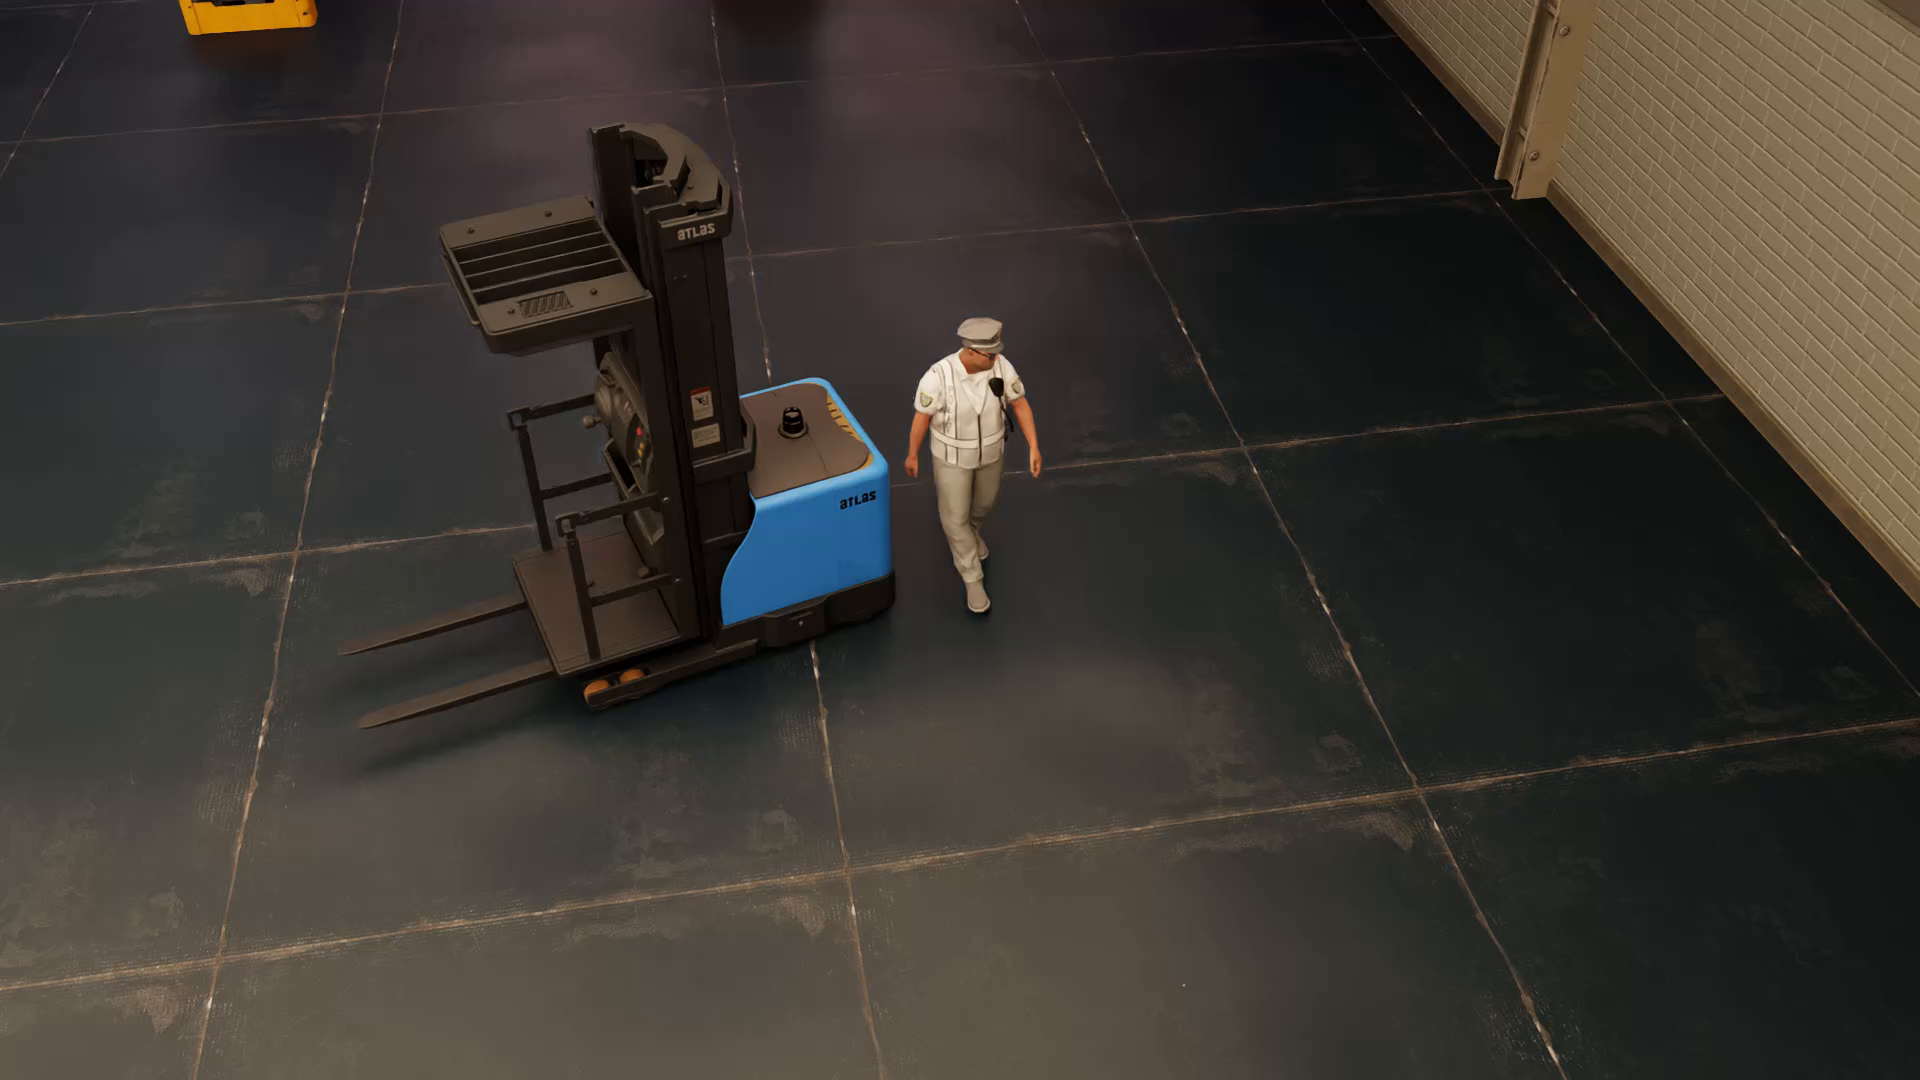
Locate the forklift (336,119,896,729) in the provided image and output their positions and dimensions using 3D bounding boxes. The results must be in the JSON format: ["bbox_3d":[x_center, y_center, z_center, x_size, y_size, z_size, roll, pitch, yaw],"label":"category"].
[{"bbox_3d":[-1.932,-0.577,8.636,3.031,2.935,1.130,-17,43,-19],"label":"forklift"}]

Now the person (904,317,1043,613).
[{"bbox_3d":[0.096,-0.443,9.423,0.724,1.714,0.837,-15,43,-17],"label":"person"}]
